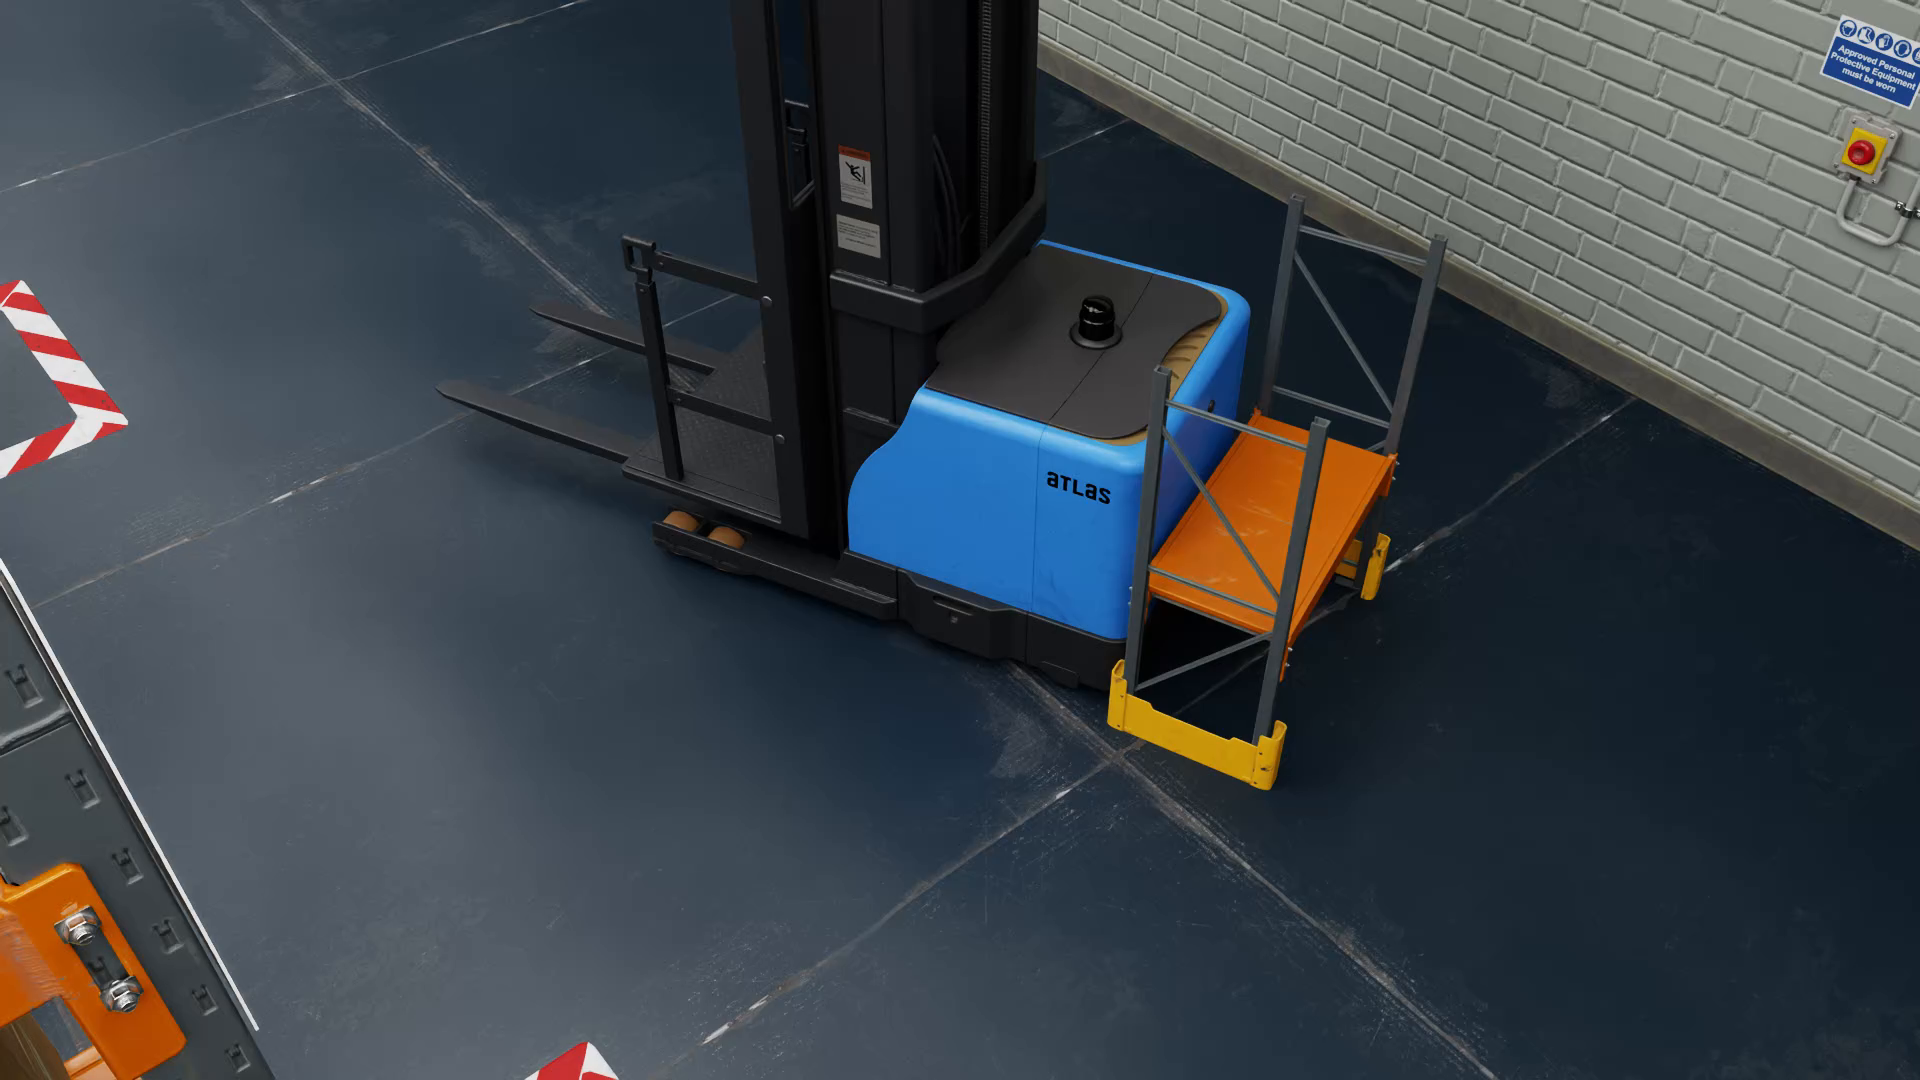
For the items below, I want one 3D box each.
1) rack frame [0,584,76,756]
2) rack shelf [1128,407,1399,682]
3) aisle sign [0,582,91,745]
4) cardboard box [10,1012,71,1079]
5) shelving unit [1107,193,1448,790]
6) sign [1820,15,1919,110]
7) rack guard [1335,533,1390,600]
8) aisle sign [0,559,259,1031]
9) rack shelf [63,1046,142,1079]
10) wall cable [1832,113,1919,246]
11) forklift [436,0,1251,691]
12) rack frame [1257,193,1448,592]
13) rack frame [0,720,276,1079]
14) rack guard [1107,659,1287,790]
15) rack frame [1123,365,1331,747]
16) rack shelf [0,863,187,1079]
[{"bbox_3d":[-1.260,-1.147,0.898,0.127,3.000,1.000,-30,51,-28],"label":"rack frame"},{"bbox_3d":[1.005,-0.014,5.432,0.538,0.185,1.000,21,47,21],"label":"rack shelf"},{"bbox_3d":[-1.391,-0.092,2.258,0.004,0.787,0.394,-30,51,-28],"label":"aisle sign"},{"bbox_3d":[-1.812,1.063,2.854,0.500,0.500,0.500,-30,51,-28],"label":"cardboard box"},{"bbox_3d":[1.010,-0.151,5.315,0.587,1.500,1.083,21,47,21],"label":"shelving unit"},{"bbox_3d":[3.066,-1.600,5.565,0.001,0.218,0.327,-30,51,-28],"label":"sign"},{"bbox_3d":[1.255,0.008,6.059,0.587,0.250,0.087,21,47,21],"label":"rack guard"},{"bbox_3d":[-1.006,0.223,1.922,0.004,0.787,0.394,-30,51,-28],"label":"aisle sign"},{"bbox_3d":[-2.794,2.180,2.263,4.000,0.370,1.077,-30,51,-28],"label":"rack shelf"},{"bbox_3d":[3.050,-1.831,5.244,0.123,1.953,0.585,-30,51,-28],"label":"wall cable"},{"bbox_3d":[-0.567,-1.257,5.448,3.031,2.935,1.130,18,46,19],"label":"forklift"},{"bbox_3d":[1.256,-0.448,5.632,0.500,1.500,0.032,21,47,21],"label":"rack frame"},{"bbox_3d":[-1.260,1.040,2.952,0.127,3.000,1.000,-30,51,-28],"label":"rack frame"},{"bbox_3d":[0.764,0.602,5.427,0.587,0.250,0.087,21,47,21],"label":"rack guard"},{"bbox_3d":[0.755,0.158,4.987,0.500,1.500,0.032,21,47,21],"label":"rack frame"},{"bbox_3d":[-2.794,1.087,1.236,4.000,0.370,1.077,-30,51,-28],"label":"rack shelf"}]
